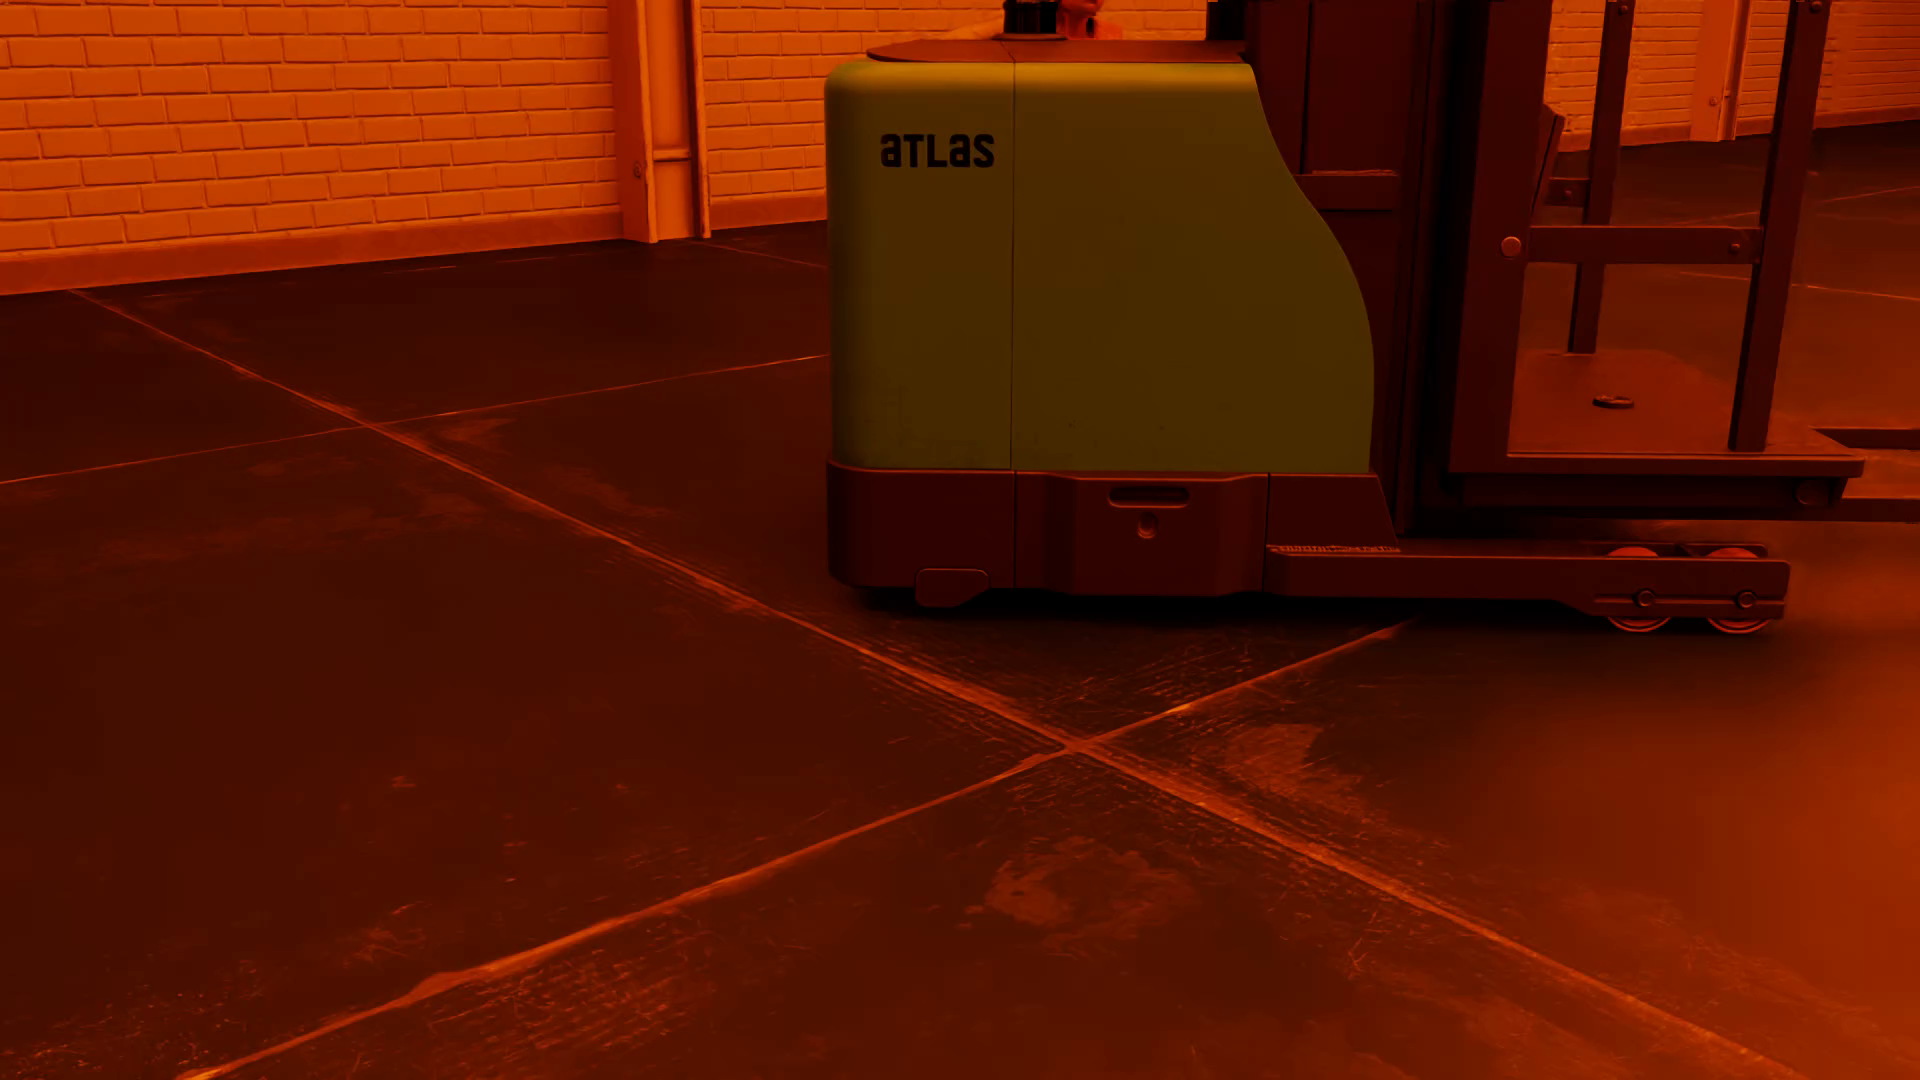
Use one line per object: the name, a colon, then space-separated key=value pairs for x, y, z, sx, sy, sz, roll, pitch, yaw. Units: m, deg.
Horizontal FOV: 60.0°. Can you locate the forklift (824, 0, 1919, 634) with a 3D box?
forklift: x=1.261 y=-1.377 z=3.341 sx=3.031 sy=2.935 sz=1.130 roll=1 pitch=17 yaw=2

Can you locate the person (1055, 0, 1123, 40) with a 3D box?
person: x=0.301 y=-0.817 z=4.139 sx=0.893 sy=1.365 sz=0.756 roll=-8 pitch=19 yaw=-23
